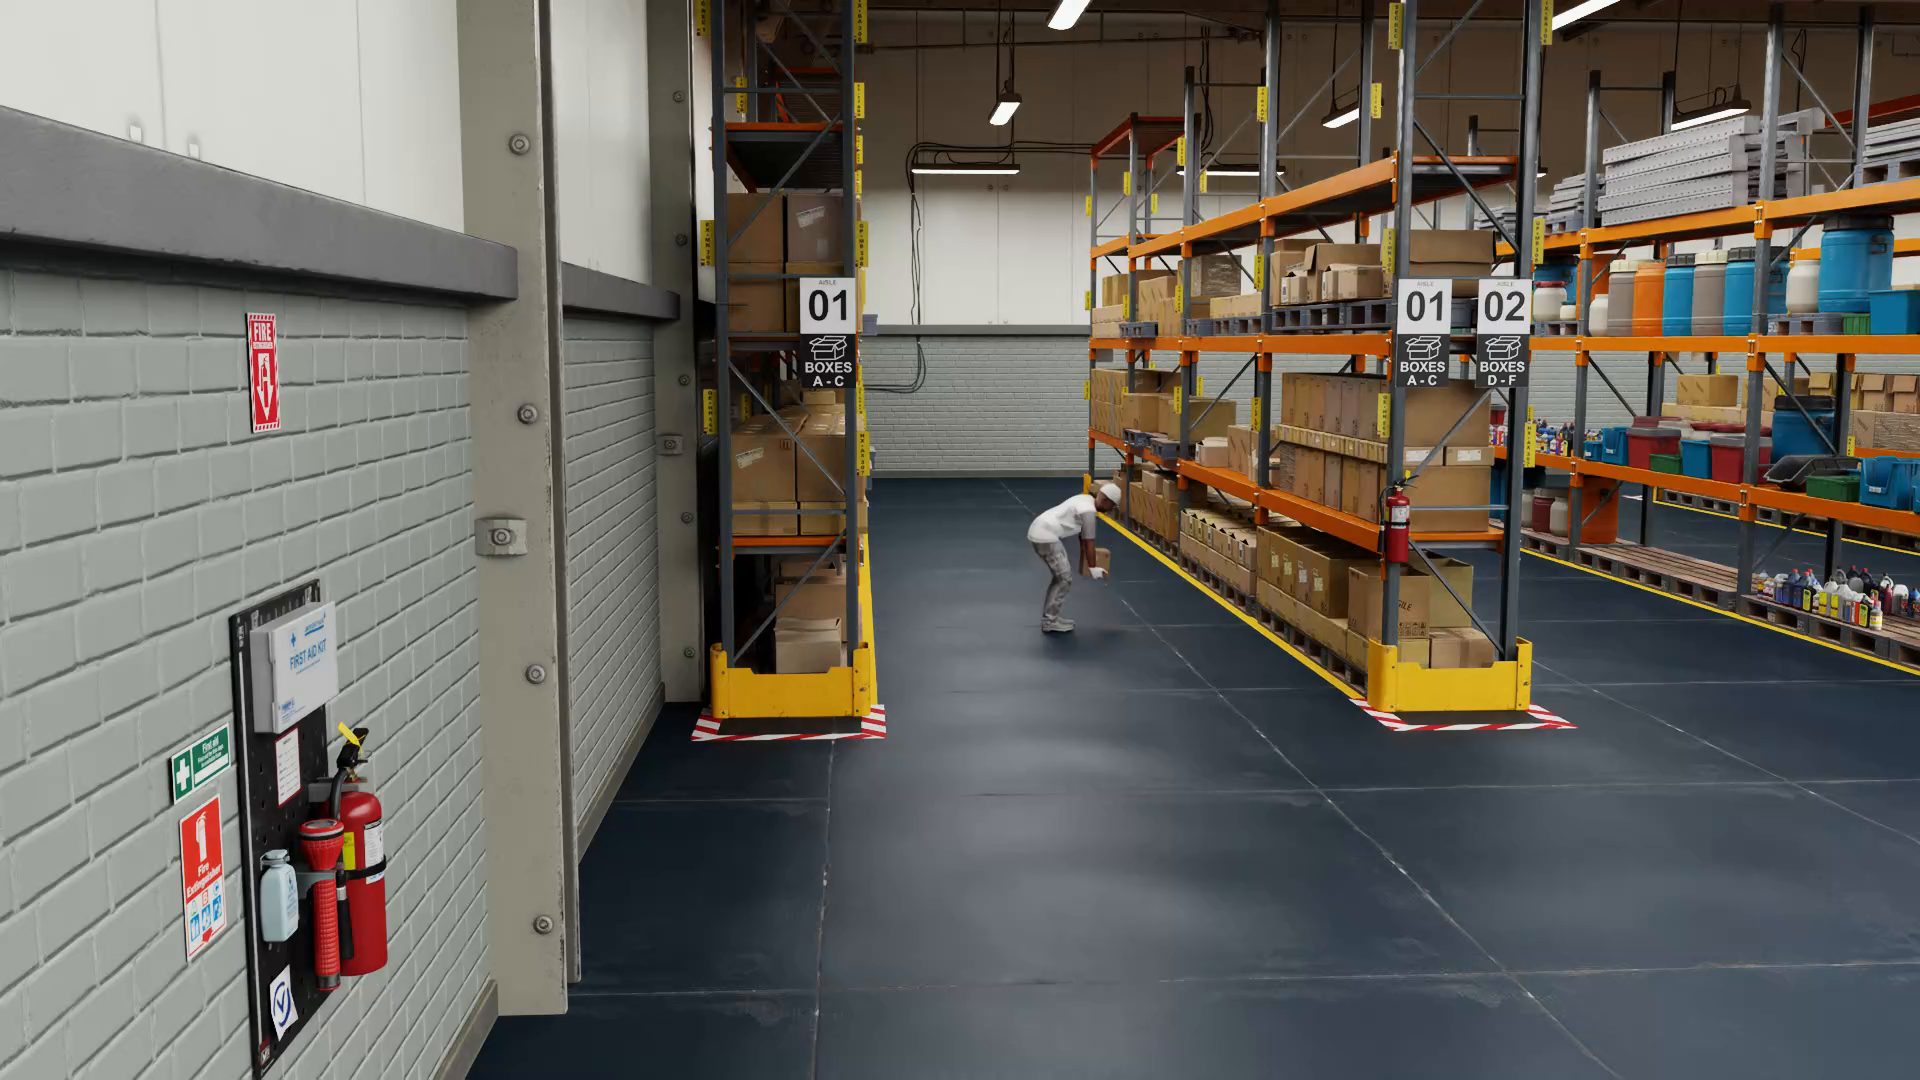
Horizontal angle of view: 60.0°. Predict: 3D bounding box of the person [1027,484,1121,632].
[{"bbox_3d":[1.098,0.159,15.940,0.896,1.397,0.496,-1,7,-5],"label":"person"}]
